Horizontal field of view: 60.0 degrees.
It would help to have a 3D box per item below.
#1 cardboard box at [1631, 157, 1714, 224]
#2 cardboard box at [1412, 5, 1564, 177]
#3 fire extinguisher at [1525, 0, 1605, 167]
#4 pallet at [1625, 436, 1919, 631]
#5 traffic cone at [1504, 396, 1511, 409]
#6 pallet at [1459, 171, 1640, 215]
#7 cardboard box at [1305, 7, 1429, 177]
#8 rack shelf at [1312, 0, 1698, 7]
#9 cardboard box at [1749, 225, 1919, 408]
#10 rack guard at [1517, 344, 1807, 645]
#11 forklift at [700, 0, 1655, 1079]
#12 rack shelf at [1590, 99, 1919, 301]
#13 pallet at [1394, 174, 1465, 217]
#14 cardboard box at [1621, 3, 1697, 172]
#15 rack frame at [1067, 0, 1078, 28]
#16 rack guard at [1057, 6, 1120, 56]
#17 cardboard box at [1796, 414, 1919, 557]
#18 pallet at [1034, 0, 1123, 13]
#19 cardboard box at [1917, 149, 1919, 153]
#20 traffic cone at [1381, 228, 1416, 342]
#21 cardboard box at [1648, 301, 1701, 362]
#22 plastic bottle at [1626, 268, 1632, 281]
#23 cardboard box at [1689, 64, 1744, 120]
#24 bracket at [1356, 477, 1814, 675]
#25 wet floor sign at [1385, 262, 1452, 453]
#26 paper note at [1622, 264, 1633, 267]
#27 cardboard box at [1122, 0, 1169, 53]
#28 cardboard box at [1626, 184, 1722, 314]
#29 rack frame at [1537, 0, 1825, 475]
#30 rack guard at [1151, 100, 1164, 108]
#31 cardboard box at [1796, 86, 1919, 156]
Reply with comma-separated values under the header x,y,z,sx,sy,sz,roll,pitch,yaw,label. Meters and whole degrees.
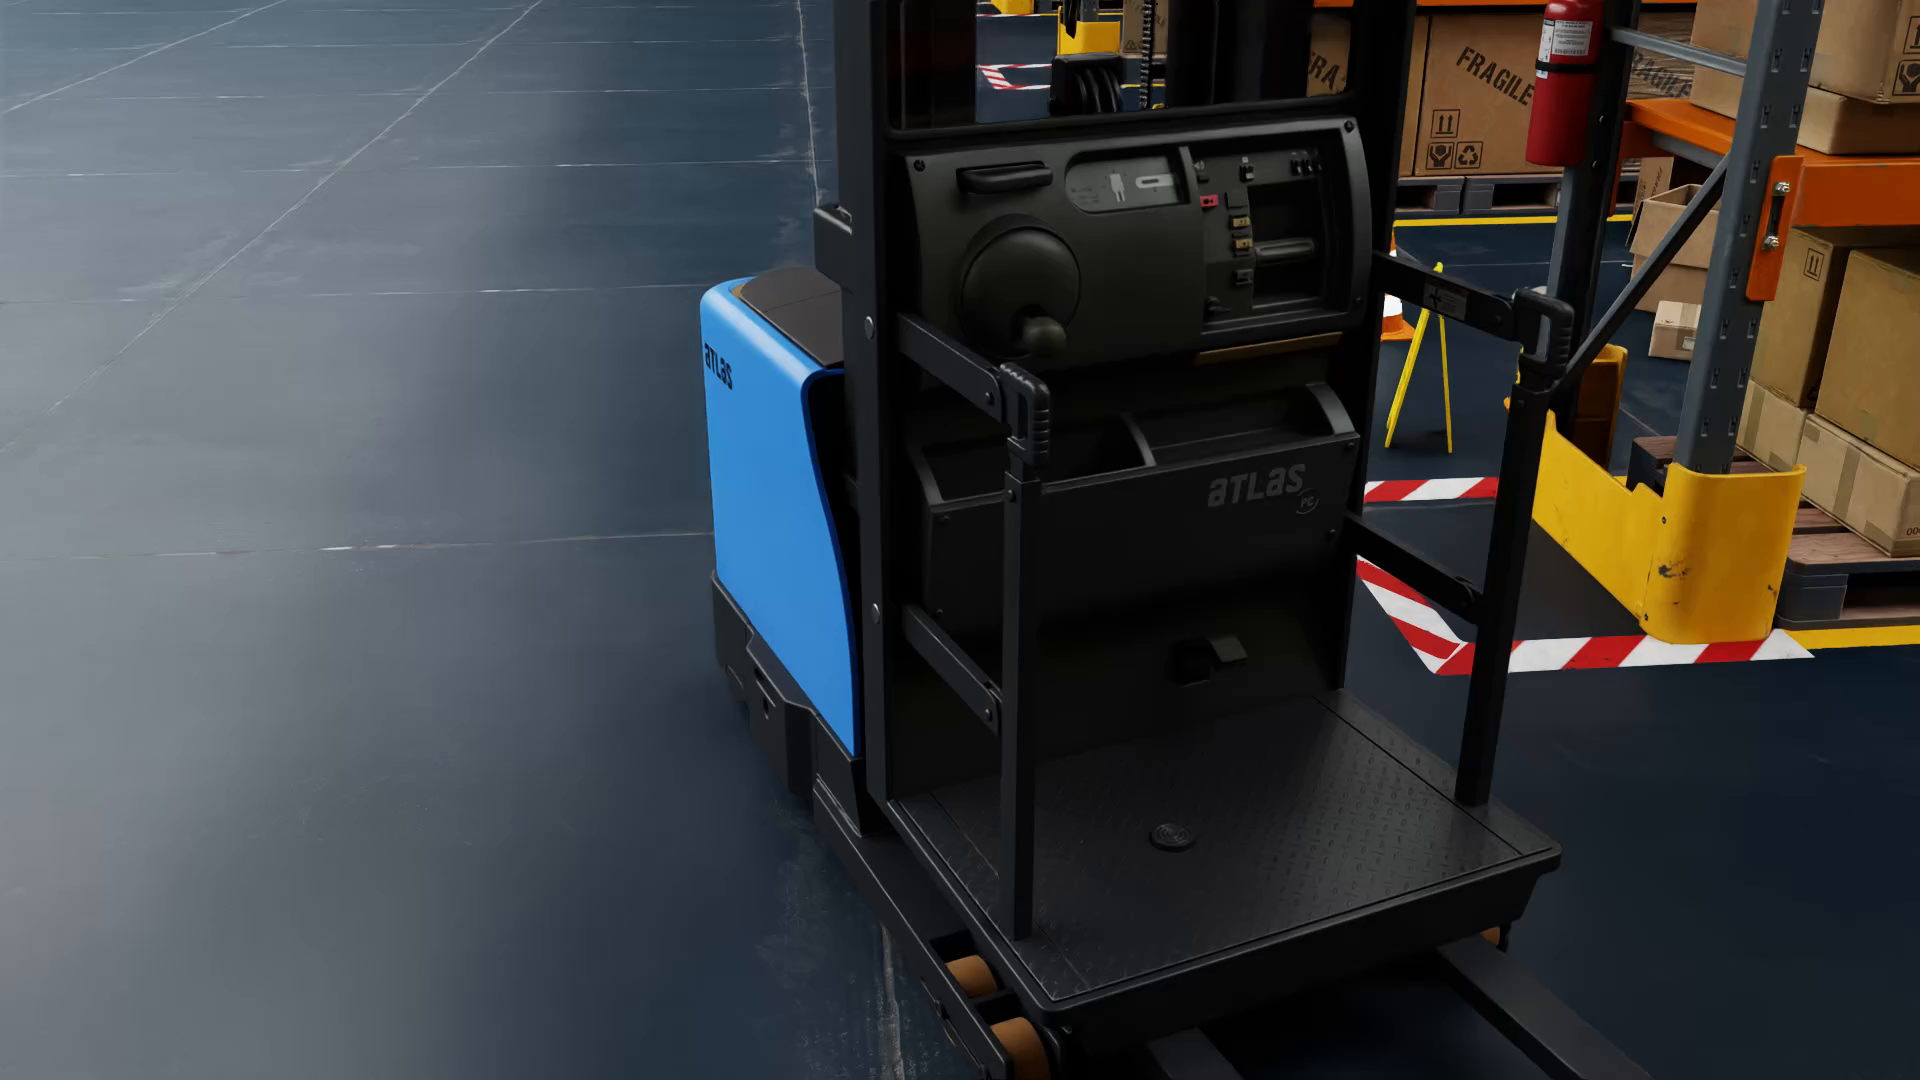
x,y,z,sx,sy,sz,roll,pitch,yaw,label
3.923,-1.857,8.810,0.500,0.500,0.500,2,24,4,cardboard box
2.930,-2.626,9.564,0.875,0.875,0.875,-3,24,-6,cardboard box
1.814,-1.465,4.948,0.183,0.674,0.296,-2,24,-5,fire extinguisher
2.861,-0.066,5.138,1.213,0.211,1.003,-2,24,-5,pallet
2.275,-0.698,6.251,0.334,0.463,0.336,-2,24,-5,traffic cone
3.386,-2.152,9.832,1.213,0.211,1.003,-2,24,-5,pallet
2.872,-3.567,9.067,2.515,2.999,0.987,-2,24,-4,cardboard box
3.377,-3.067,9.342,4.000,0.370,1.077,-2,24,-5,rack shelf
2.745,-0.734,5.154,0.500,0.500,0.500,-2,24,-5,cardboard box
2.049,-0.180,5.038,0.348,0.500,1.175,-2,24,-5,rack guard
0.433,-0.521,2.814,1.130,2.935,3.031,-11,26,-22,forklift
3.964,-1.070,4.850,4.000,0.370,1.077,-2,24,-5,rack shelf
2.175,-2.105,9.726,1.213,0.211,1.003,-2,24,-5,pallet
3.838,-2.662,9.644,0.875,0.875,0.875,-2,24,-5,cardboard box
1.000,-5.323,13.533,0.053,2.616,0.949,-2,24,-5,rack frame
1.075,-4.185,14.050,0.348,0.500,1.175,-2,24,-5,rack guard
2.804,-0.175,4.818,0.500,0.250,0.500,-2,24,-6,cardboard box
1.393,-6.104,18.724,1.213,0.211,1.003,-2,24,-5,pallet
2.582,-1.150,4.453,0.250,0.149,0.380,-2,24,-4,cardboard box
1.827,-1.133,7.230,0.334,0.463,0.336,-2,24,-5,traffic cone
3.079,-0.885,7.057,0.250,0.149,0.380,10,26,22,cardboard box
3.395,-1.294,8.085,0.283,0.061,0.133,-11,26,-23,plastic bottle
2.325,-1.305,4.803,0.250,0.149,0.380,-1,24,-3,cardboard box
1.726,0.065,5.103,1.079,0.001,1.378,-2,24,-5,bracket
1.679,-0.668,5.958,0.232,0.644,0.267,6,25,13,wet floor sign
3.378,-1.368,8.316,0.123,0.001,0.032,10,26,22,paper note
3.155,-1.955,6.992,2.007,1.739,15.623,-3,24,-6,cardboard box
3.473,-1.271,7.491,0.797,0.503,0.637,22,32,40,cardboard box
1.974,-1.319,4.524,0.127,3.000,1.000,-2,24,-5,rack frame
1.363,-2.172,9.522,0.348,0.500,1.175,-2,24,-5,rack guard
2.332,-1.134,4.417,0.250,0.149,0.380,-2,24,-5,cardboard box
